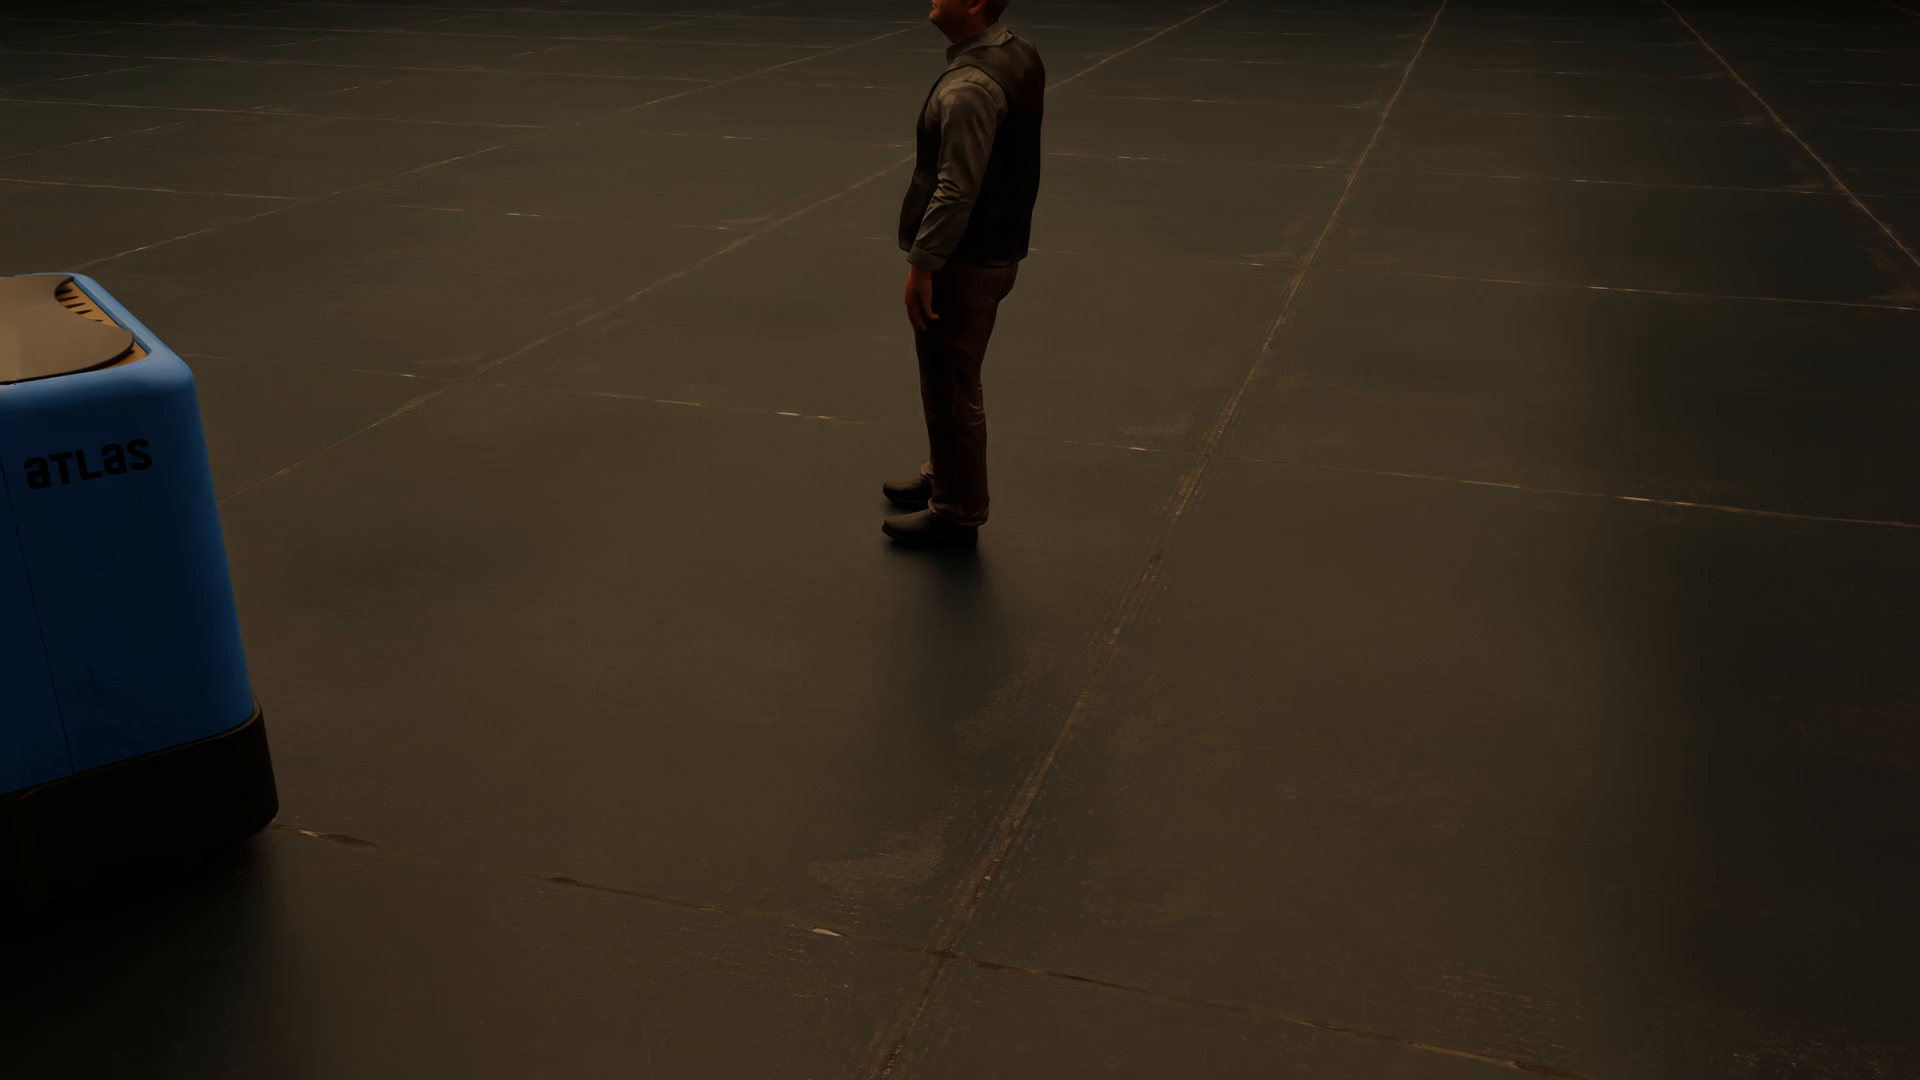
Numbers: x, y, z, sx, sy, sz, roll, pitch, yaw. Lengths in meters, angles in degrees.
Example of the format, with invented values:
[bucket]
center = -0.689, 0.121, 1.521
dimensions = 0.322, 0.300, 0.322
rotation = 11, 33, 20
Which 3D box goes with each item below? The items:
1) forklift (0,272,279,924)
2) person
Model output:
[forklift]
center = -2.932, -0.510, 2.516
dimensions = 3.031, 2.935, 1.130
rotation = -16, 27, -33
[person]
center = -0.064, -0.813, 4.816
dimensions = 0.552, 1.720, 0.632
rotation = 7, 23, 16
